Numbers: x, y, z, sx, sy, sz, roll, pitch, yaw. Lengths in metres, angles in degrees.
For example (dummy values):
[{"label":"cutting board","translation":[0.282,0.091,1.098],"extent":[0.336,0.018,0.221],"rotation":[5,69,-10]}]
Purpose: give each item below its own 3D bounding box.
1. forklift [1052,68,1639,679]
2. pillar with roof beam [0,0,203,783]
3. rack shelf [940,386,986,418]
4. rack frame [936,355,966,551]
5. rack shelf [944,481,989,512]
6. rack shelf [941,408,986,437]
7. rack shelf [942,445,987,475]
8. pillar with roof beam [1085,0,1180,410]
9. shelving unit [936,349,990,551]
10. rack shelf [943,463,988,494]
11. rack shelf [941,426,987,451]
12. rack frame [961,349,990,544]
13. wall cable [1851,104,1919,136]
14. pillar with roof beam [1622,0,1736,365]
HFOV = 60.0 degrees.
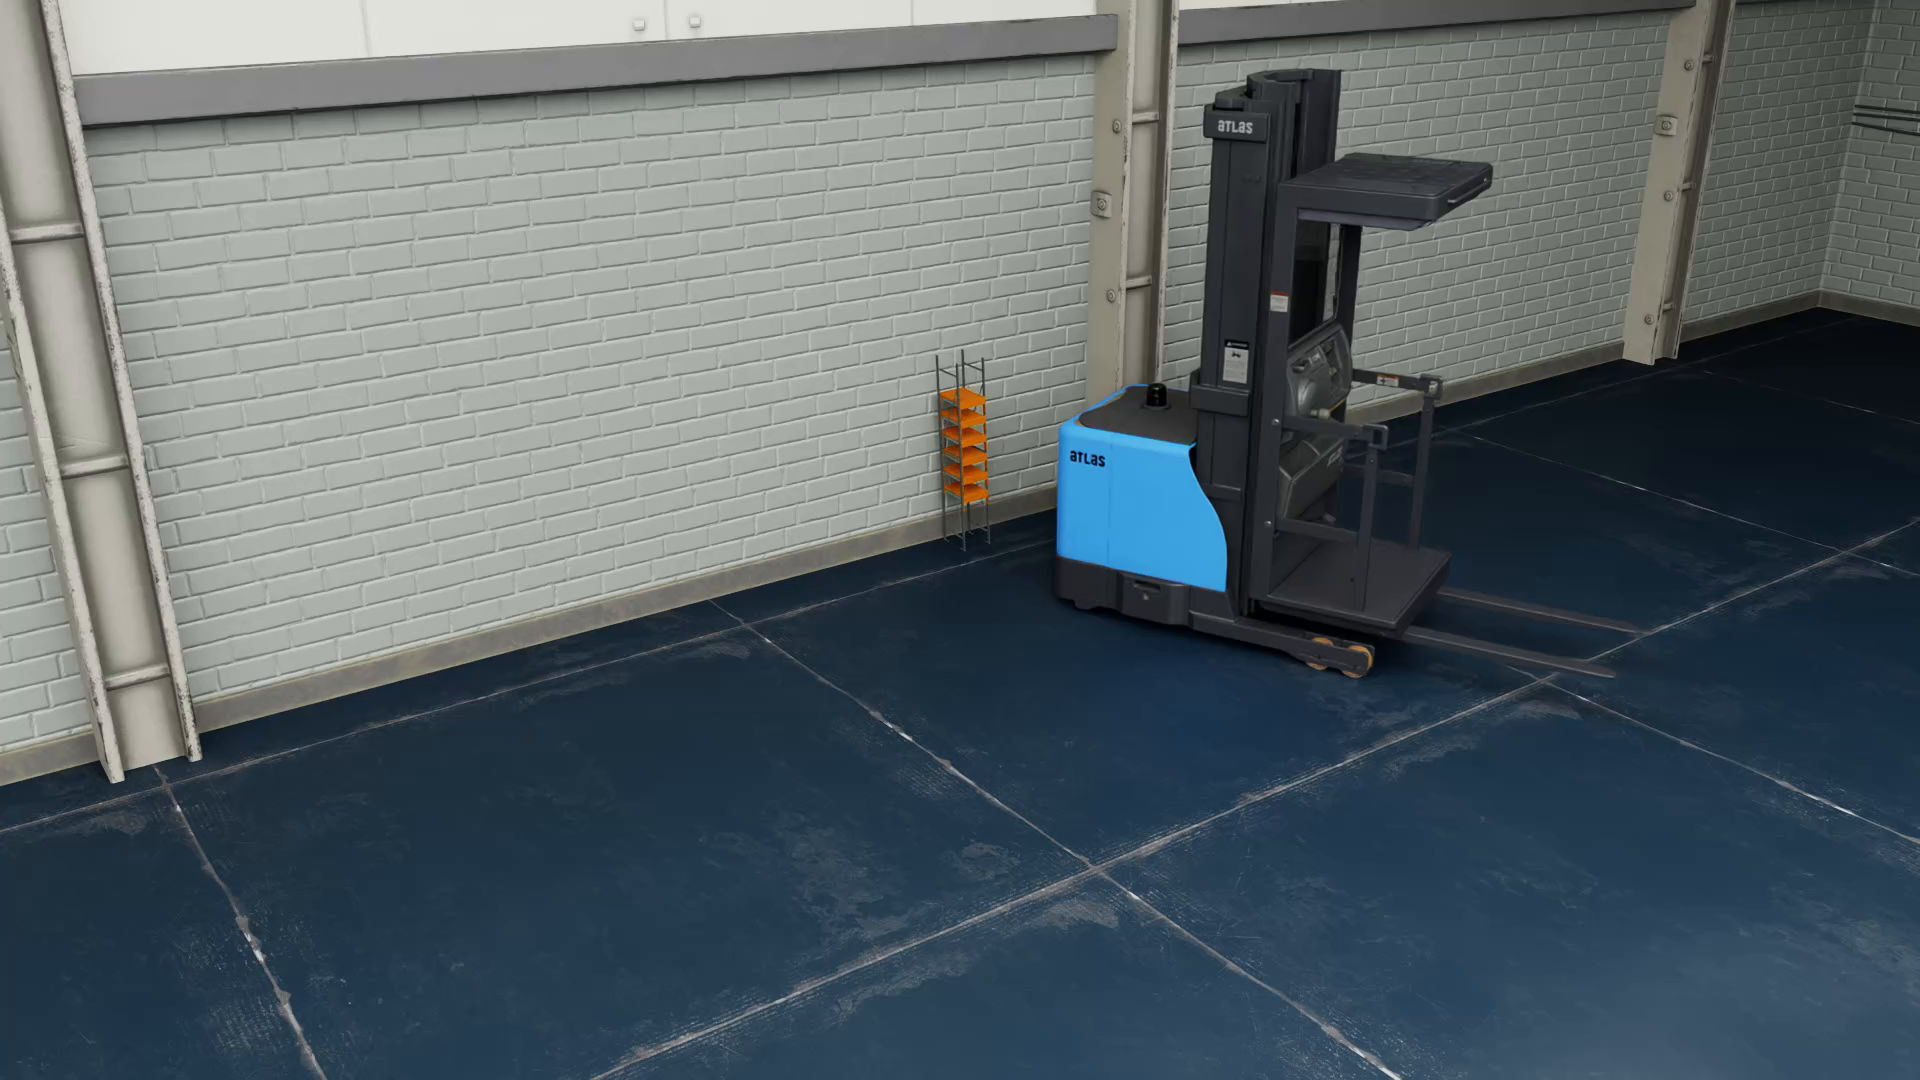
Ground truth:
[{"label":"forklift","translation":[2.059,-0.873,8.628],"extent":[3.031,2.935,1.130],"rotation":[12,25,28]},{"label":"pillar with roof beam","translation":[-1.295,-1.859,2.914],"extent":[0.400,9.000,9.100],"rotation":[-15,26,-33]},{"label":"rack shelf","translation":[0.009,-0.830,9.996],"extent":[0.180,0.103,0.258],"rotation":[-16,27,-29]},{"label":"rack frame","translation":[-0.056,-0.517,10.075],"extent":[0.006,1.200,0.240],"rotation":[-16,27,-29]},{"label":"rack shelf","translation":[0.031,-0.278,10.232],"extent":[0.180,0.103,0.258],"rotation":[-16,27,-29]},{"label":"rack shelf","translation":[0.013,-0.719,10.043],"extent":[0.180,0.103,0.258],"rotation":[-16,27,-29]},{"label":"rack shelf","translation":[0.022,-0.499,10.137],"extent":[0.180,0.103,0.258],"rotation":[-16,27,-29]},{"label":"pillar with roof beam","translation":[3.576,-3.158,6.168],"extent":[0.400,9.000,9.100],"rotation":[-15,26,-33]},{"label":"shelving unit","translation":[0.021,-0.540,10.120],"extent":[0.189,1.200,0.258],"rotation":[-16,27,-29]},{"label":"rack shelf","translation":[0.027,-0.389,10.184],"extent":[0.180,0.103,0.258],"rotation":[-16,27,-29]},{"label":"rack shelf","translation":[0.018,-0.609,10.090],"extent":[0.180,0.103,0.258],"rotation":[-16,27,-29]},{"label":"rack frame","translation":[0.097,-0.562,10.165],"extent":[0.006,1.200,0.240],"rotation":[-16,27,-29]},{"label":"wall cable","translation":[9.096,-4.549,13.845],"extent":[0.112,2.526,3.097],"rotation":[-15,26,-33]},{"label":"pillar with roof beam","translation":[8.446,-4.457,9.423],"extent":[0.400,9.000,9.100],"rotation":[-15,26,-33]}]
